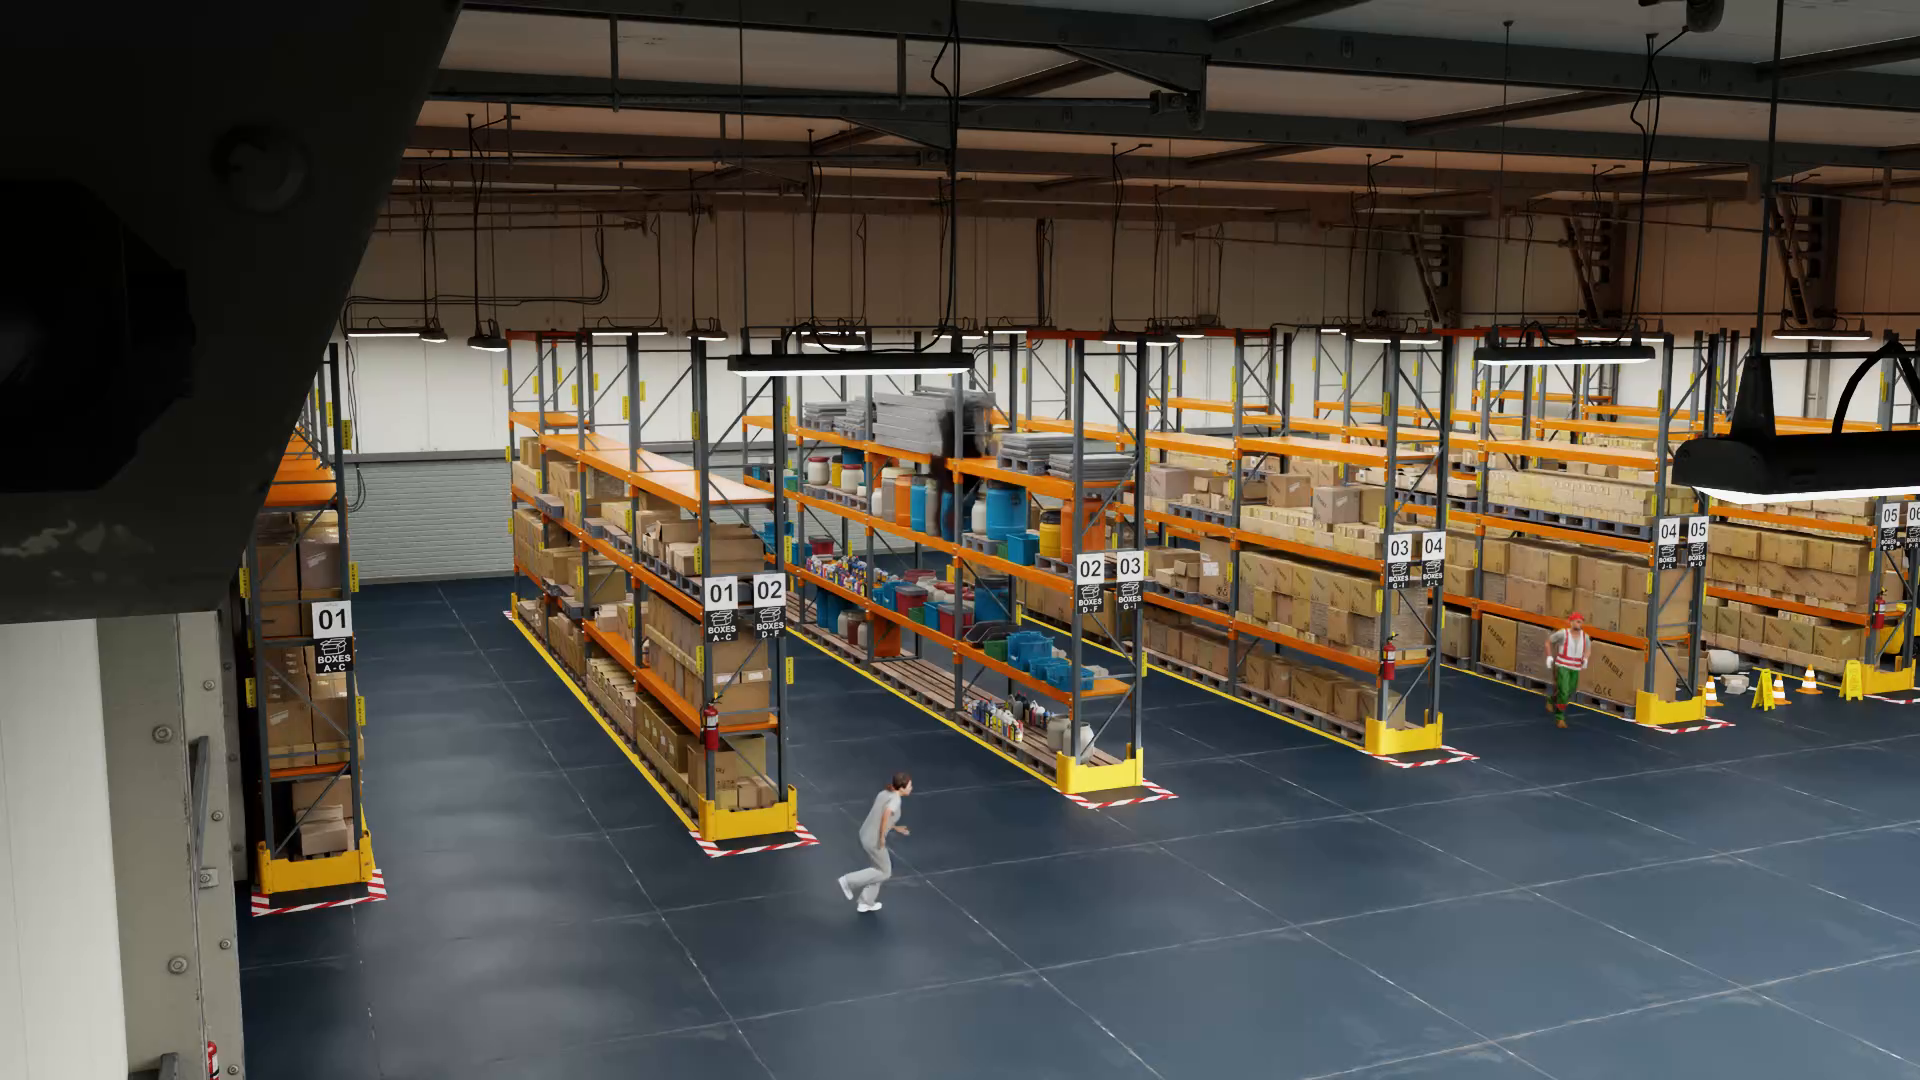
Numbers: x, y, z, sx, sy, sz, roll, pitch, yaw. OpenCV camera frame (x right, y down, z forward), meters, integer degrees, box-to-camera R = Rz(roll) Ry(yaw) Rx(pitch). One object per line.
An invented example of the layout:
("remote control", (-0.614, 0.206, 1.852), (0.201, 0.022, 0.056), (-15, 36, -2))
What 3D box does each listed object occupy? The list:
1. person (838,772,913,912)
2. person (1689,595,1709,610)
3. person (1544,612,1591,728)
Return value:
("person", (-0.884, 3.222, 17.632), (0.819, 1.490, 0.582), (-2, 8, -17))
("person", (15.054, 0.981, 33.617), (0.627, 1.590, 0.528), (-5, 9, -33))
("person", (9.396, 1.971, 25.731), (0.726, 1.736, 0.875), (-1, 8, -8))
